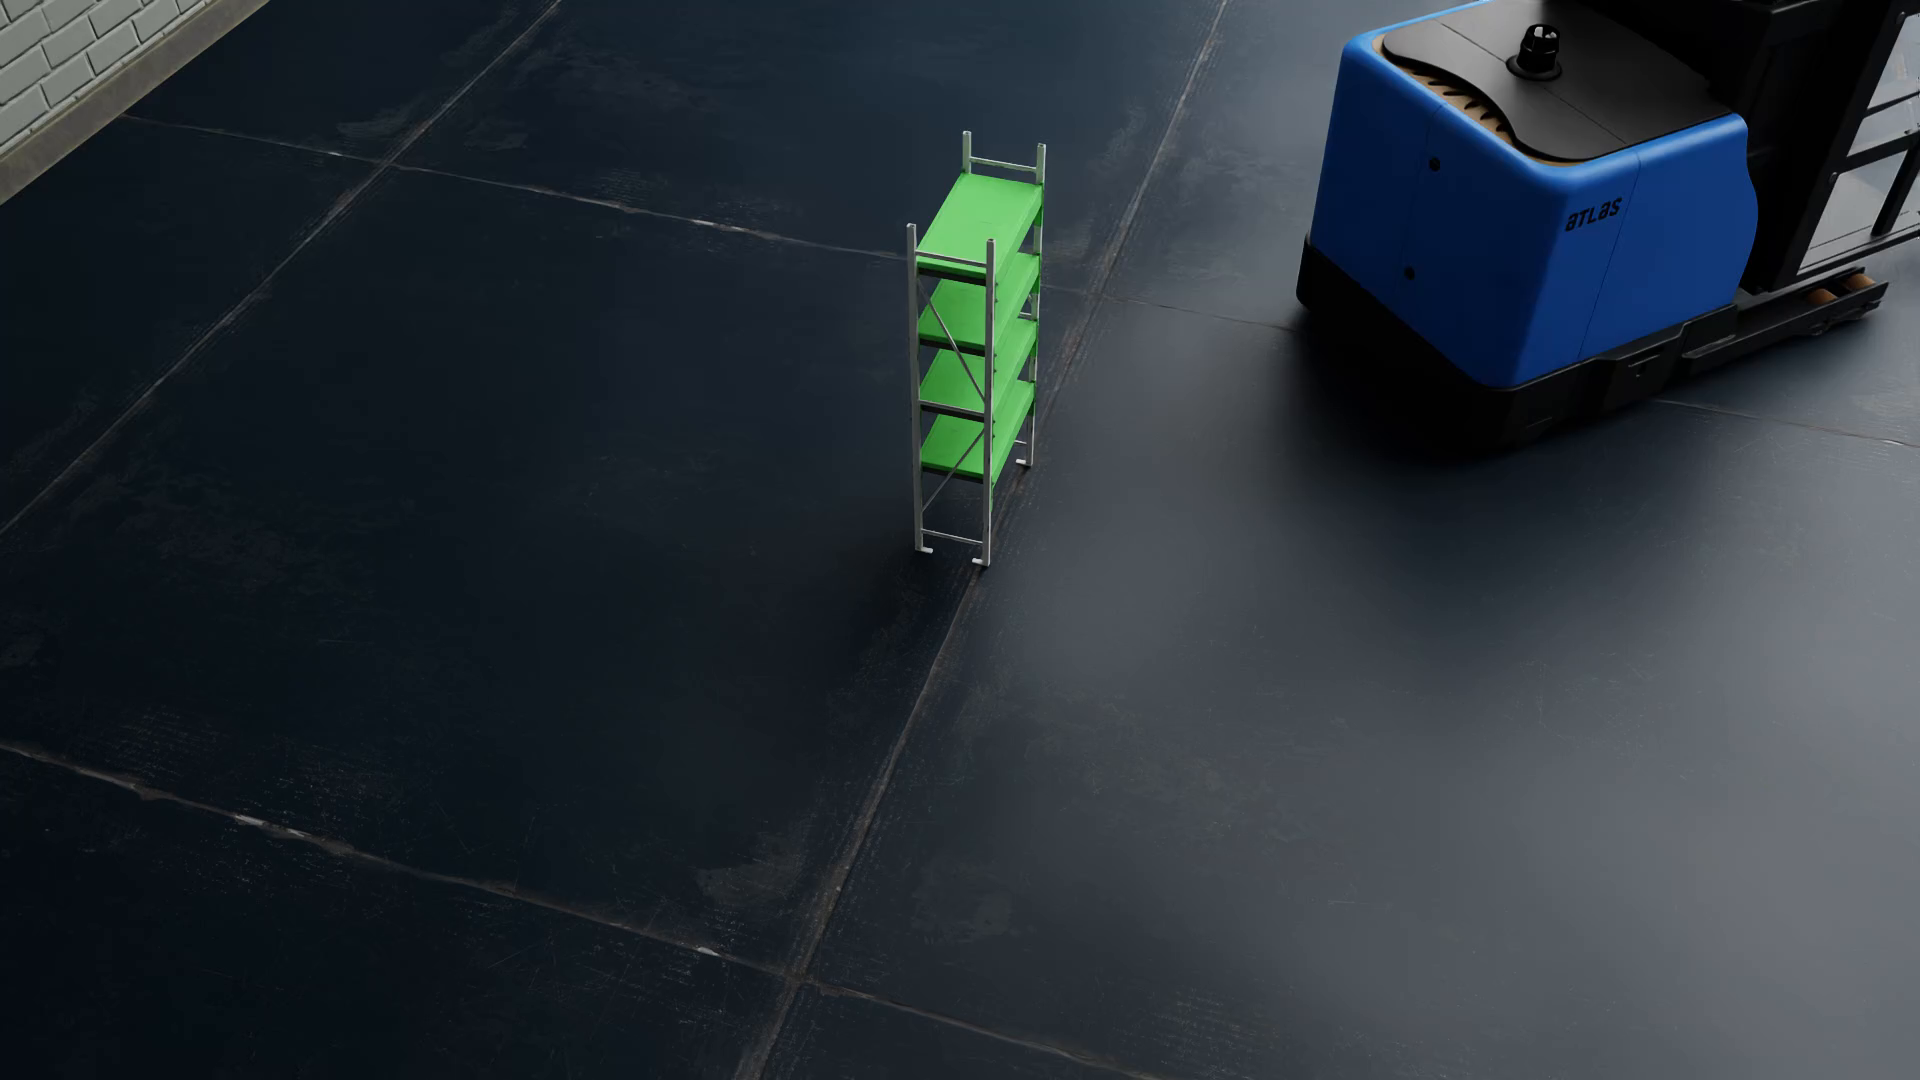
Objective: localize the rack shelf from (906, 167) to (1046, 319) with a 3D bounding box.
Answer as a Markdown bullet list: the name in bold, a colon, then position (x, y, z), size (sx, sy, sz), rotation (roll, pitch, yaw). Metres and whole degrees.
- **rack shelf**: position (0.050, -0.837, 4.652), size (0.258, 0.148, 0.480), rotation (13, 46, 12)

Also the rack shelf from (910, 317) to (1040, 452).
- **rack shelf**: position (0.050, -0.494, 4.988), size (0.258, 0.148, 0.480), rotation (13, 46, 12)

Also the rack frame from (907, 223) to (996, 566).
- **rack frame**: position (-0.024, -0.377, 4.777), size (0.240, 1.200, 0.015), rotation (13, 46, 12)

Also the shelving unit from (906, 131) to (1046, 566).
- **shelving unit**: position (0.050, -0.539, 4.943), size (0.258, 1.200, 0.503), rotation (13, 46, 12)

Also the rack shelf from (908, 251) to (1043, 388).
- **rack shelf**: position (0.050, -0.665, 4.820), size (0.258, 0.148, 0.480), rotation (13, 46, 12)

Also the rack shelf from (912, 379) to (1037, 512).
- **rack shelf**: position (0.050, -0.322, 5.156), size (0.258, 0.148, 0.480), rotation (13, 46, 12)

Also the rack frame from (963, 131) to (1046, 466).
- **rack frame**: position (0.124, -0.702, 5.109), size (0.240, 1.200, 0.015), rotation (13, 46, 12)

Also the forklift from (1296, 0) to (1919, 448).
- **forklift**: position (2.771, -2.091, 5.292), size (3.031, 2.935, 1.130), rotation (-20, 48, -20)
